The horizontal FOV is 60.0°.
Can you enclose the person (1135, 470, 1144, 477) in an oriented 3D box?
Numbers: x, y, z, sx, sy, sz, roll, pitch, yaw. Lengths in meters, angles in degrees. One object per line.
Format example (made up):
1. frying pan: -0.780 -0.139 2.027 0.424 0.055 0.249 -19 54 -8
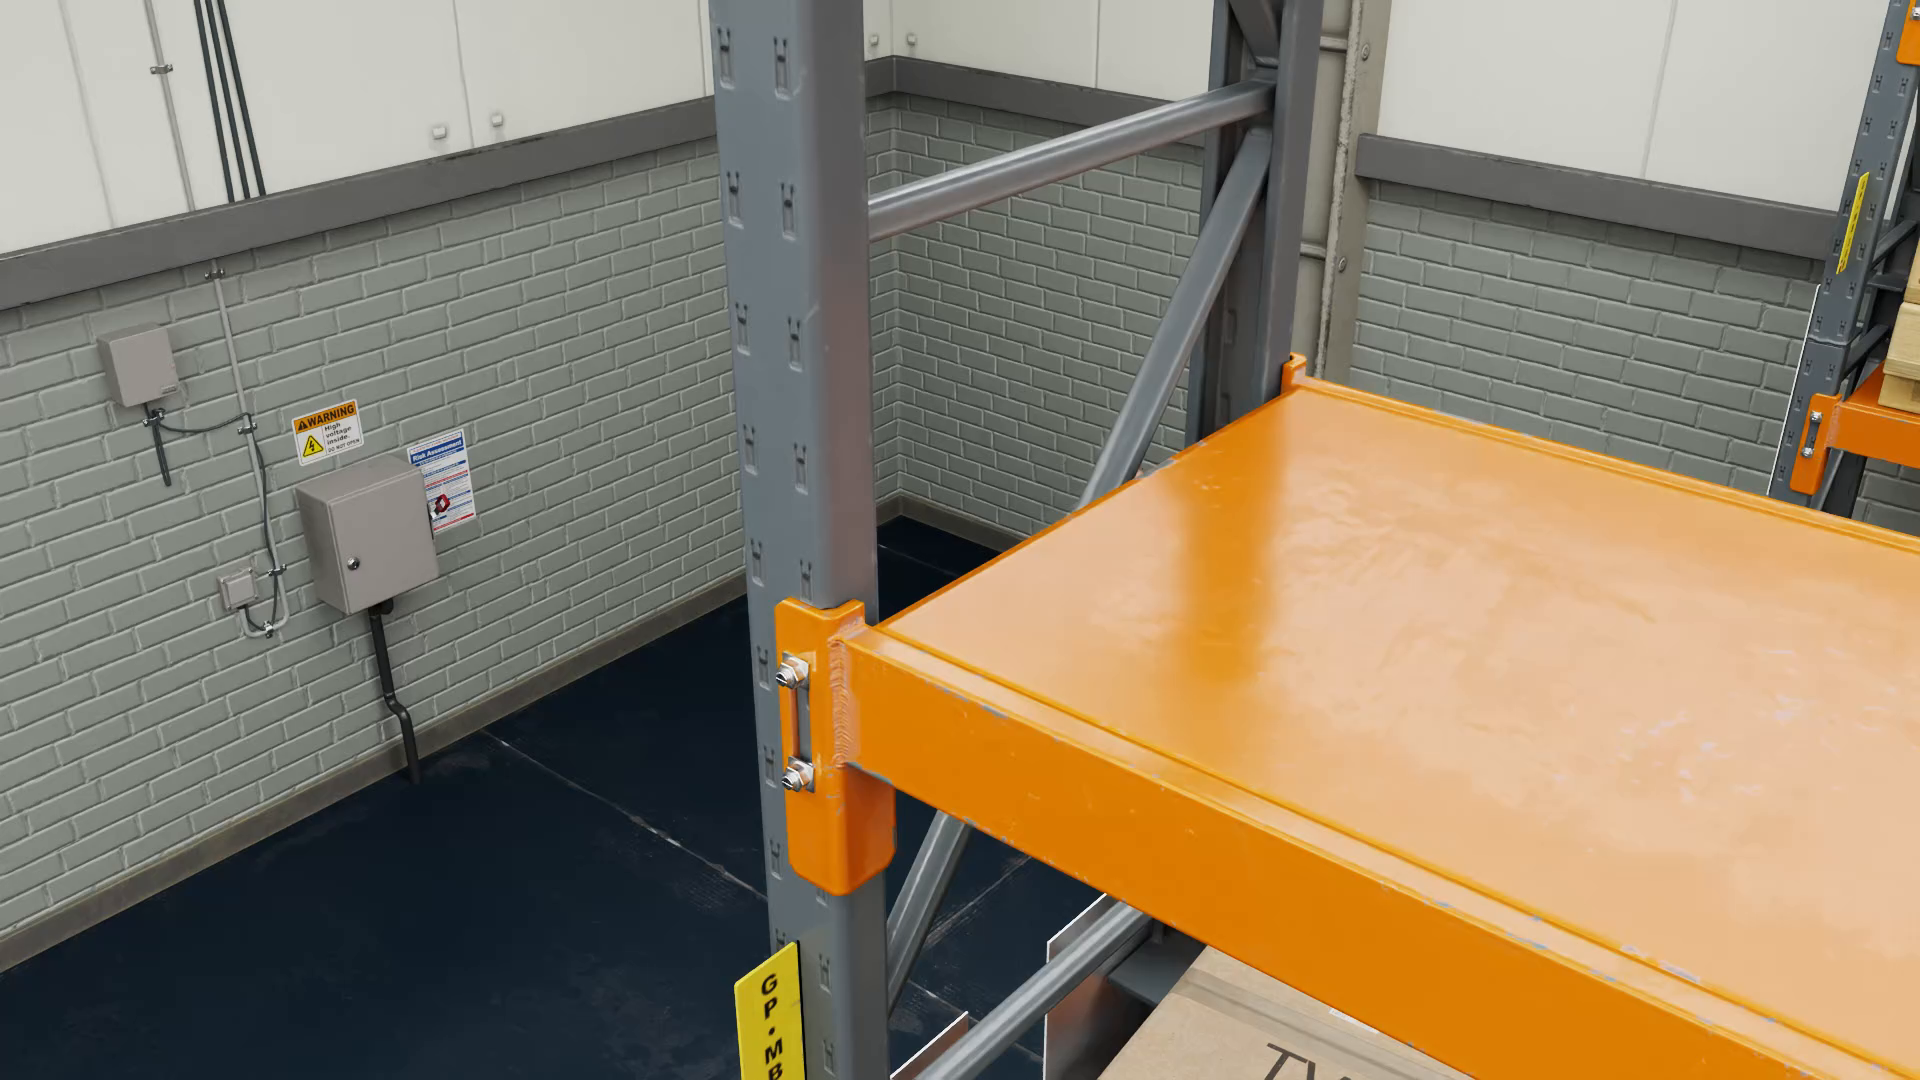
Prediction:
1. person: 0.774 0.372 8.361 0.623 1.714 1.055 -14 30 -26
